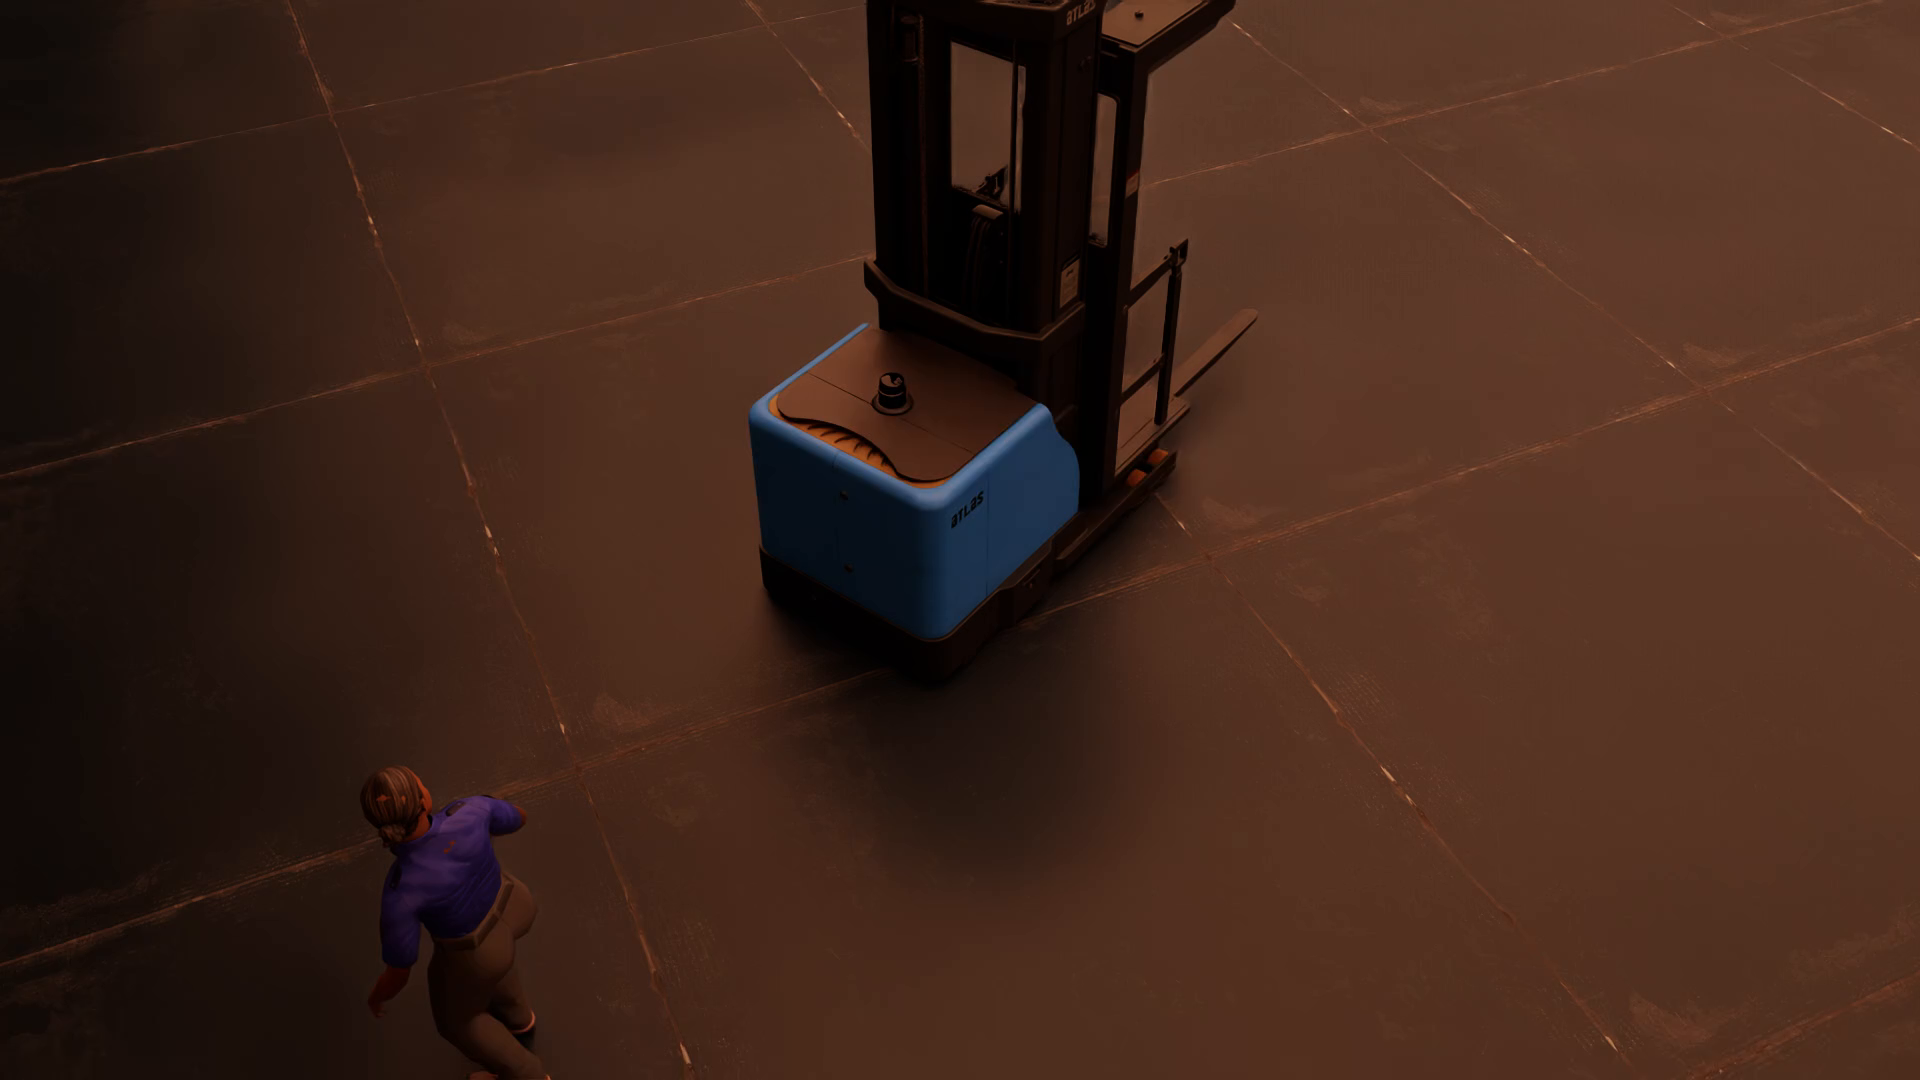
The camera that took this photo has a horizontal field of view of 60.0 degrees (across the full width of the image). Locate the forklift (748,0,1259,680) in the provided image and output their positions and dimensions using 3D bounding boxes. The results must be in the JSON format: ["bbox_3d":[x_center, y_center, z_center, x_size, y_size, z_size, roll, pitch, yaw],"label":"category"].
[{"bbox_3d":[0.400,-1.430,7.213,1.130,2.935,3.031,27,50,26],"label":"forklift"}]

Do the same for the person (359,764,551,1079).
[{"bbox_3d":[-1.627,1.266,5.306,0.463,1.609,0.655,12,44,13],"label":"person"}]
